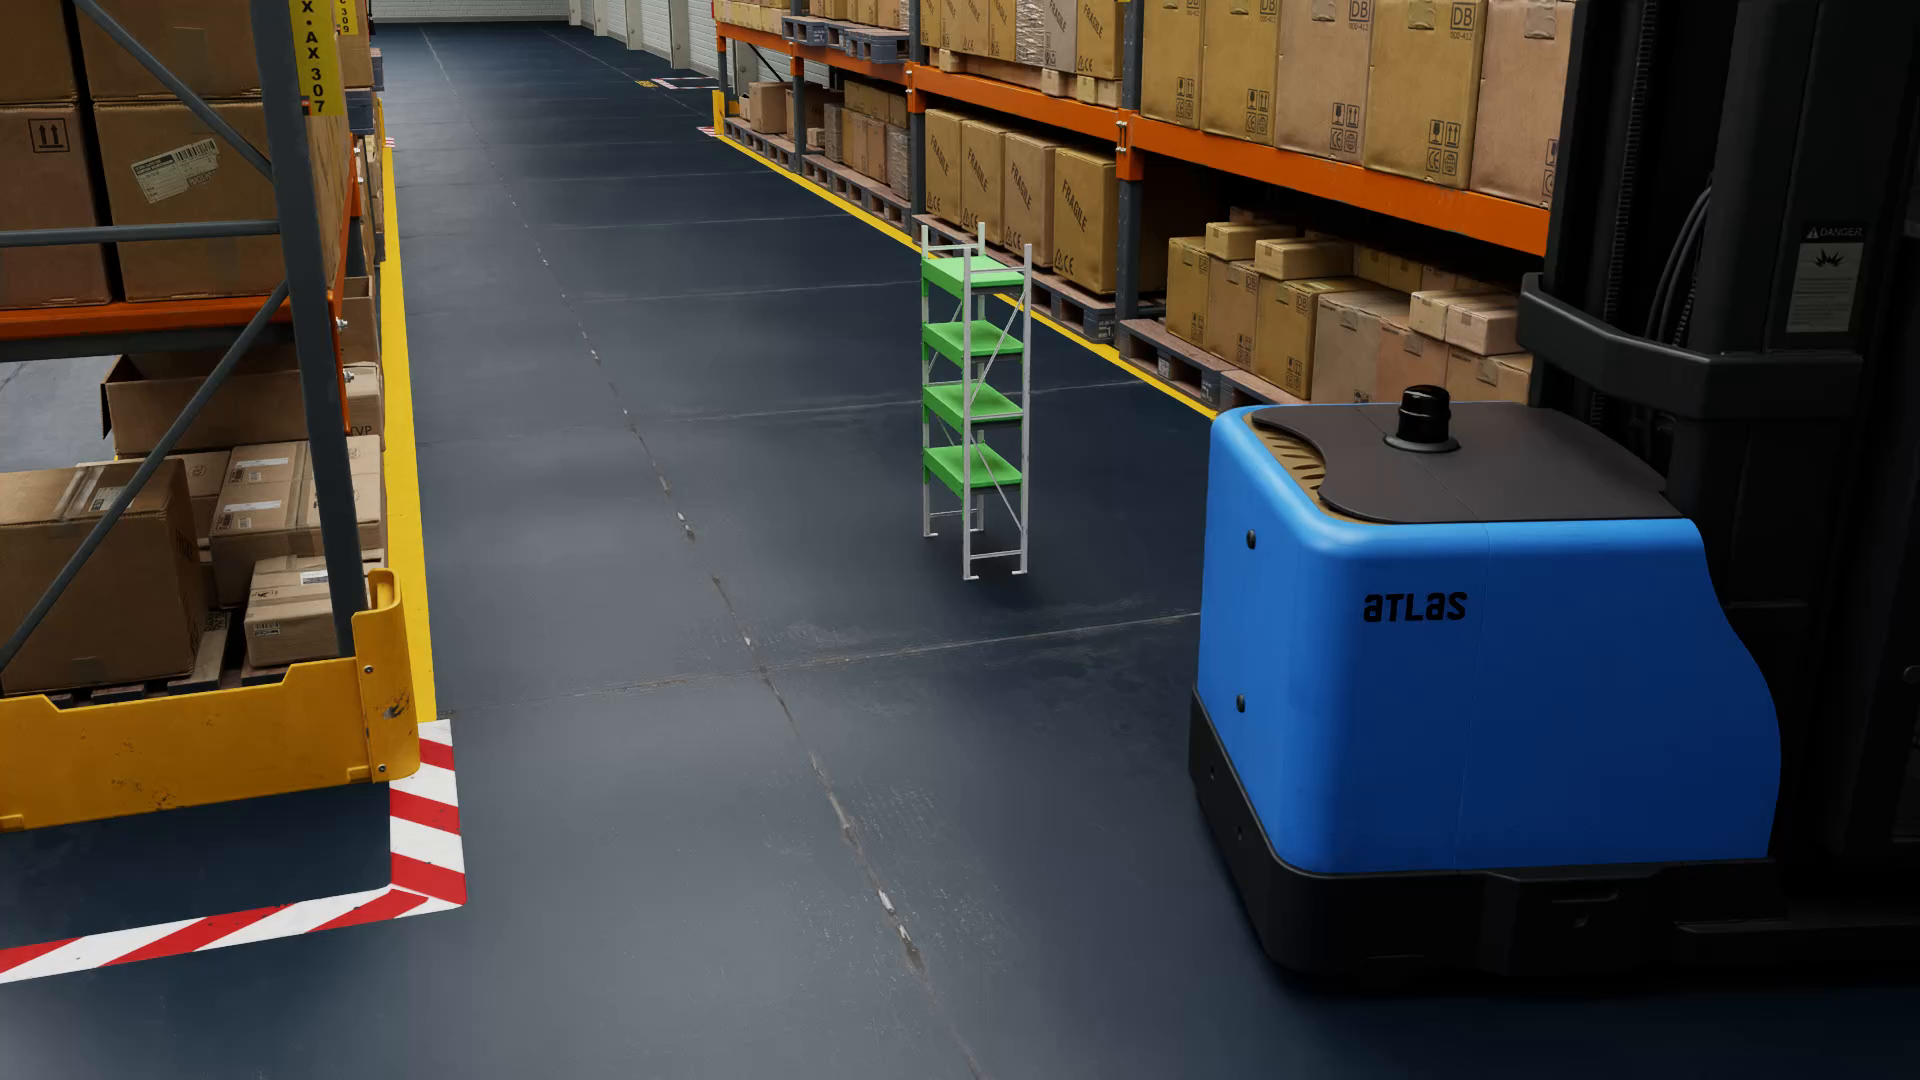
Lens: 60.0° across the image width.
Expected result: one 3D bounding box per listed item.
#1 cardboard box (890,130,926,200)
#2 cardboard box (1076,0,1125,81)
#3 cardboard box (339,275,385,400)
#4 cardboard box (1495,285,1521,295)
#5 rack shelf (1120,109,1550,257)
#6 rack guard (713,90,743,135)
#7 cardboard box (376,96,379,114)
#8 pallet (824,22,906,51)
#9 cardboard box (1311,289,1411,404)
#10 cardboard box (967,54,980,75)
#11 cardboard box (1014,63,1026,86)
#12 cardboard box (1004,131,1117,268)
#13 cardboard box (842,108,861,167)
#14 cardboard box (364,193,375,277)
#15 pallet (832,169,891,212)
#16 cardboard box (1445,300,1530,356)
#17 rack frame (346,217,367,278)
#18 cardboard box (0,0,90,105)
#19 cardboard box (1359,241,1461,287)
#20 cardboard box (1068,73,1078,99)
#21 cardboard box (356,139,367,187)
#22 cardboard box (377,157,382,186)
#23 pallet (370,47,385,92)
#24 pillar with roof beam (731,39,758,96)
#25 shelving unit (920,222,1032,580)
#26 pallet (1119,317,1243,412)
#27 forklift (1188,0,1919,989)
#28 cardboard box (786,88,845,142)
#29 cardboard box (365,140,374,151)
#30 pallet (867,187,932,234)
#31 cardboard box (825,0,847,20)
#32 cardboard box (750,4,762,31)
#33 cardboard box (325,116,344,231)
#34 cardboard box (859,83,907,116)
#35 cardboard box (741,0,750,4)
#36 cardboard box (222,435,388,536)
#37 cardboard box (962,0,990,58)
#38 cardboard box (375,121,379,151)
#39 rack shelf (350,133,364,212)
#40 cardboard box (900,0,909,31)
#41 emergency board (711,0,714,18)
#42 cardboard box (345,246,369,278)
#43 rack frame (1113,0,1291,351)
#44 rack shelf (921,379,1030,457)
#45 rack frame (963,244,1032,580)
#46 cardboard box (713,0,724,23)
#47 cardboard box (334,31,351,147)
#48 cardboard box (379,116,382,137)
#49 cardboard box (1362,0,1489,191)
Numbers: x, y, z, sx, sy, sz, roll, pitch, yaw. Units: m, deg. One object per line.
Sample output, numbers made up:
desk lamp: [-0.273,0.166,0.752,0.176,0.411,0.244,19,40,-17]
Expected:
cardboard box: [-0.165,-3.077,13.594,0.700,0.500,0.500,-6,21,-16]
cardboard box: [0.983,-2.856,9.312,0.500,0.500,0.500,-7,21,-18]
cardboard box: [-2.885,-0.888,7.499,0.500,0.500,0.500,-6,21,-17]
cardboard box: [2.379,-0.938,6.708,0.380,0.149,0.250,-6,21,-17]
rack shelf: [1.996,-1.557,7.379,1.077,0.370,4.000,-6,21,-17]
rack guard: [-2.380,-5.188,20.120,1.175,0.500,0.348,-6,21,-17]
cardboard box: [-6.170,-4.497,16.837,0.500,0.500,0.500,-6,21,-17]
pallet: [-0.551,-4.362,14.407,1.003,0.211,1.213,-6,21,-17]
cardboard box: [1.994,-0.811,7.314,0.700,0.500,0.500,-7,21,-19]
cardboard box: [0.264,-3.339,11.616,0.380,0.149,0.250,-7,21,-18]
cardboard box: [0.562,-3.006,10.690,0.380,0.149,0.250,-6,21,-15]
cardboard box: [0.758,-2.203,10.672,0.750,0.750,0.750,-6,21,-16]
cardboard box: [-0.690,-3.741,15.440,0.700,0.500,0.500,-7,21,-18]
cardboard box: [-3.912,-1.883,10.269,0.500,0.500,0.500,-7,21,-19]
pallet: [-0.514,-3.151,14.876,1.003,0.211,1.213,-6,21,-17]
cardboard box: [2.097,-0.816,6.369,0.380,0.149,0.250,-7,21,-18]
rack frame: [-3.334,-2.010,7.576,1.000,3.000,0.127,-6,21,-17]
cardboard box: [-2.478,-1.358,4.132,0.500,0.500,0.500,-7,21,-18]
cardboard box: [2.060,-1.264,7.614,0.380,0.149,0.250,-7,21,-18]
cardboard box: [0.852,-2.674,9.765,0.380,0.149,0.250,-6,21,-16]
cardboard box: [-4.053,-2.385,10.556,0.500,0.250,0.500,-6,20,-15]
cardboard box: [-5.124,-3.052,13.923,0.500,0.250,0.500,-6,21,-16]
pallet: [-4.311,-2.993,10.597,1.213,0.211,1.003,-6,21,-17]
pillar with roof beam: [-7.336,-10.547,22.469,9.100,9.000,0.400,-6,21,-17]
shelving unit: [0.052,-0.512,6.066,0.258,1.200,0.503,-6,21,-17]
pallet: [1.532,-0.973,8.813,1.003,0.211,1.213,-6,21,-17]
forklift: [2.155,-0.584,3.706,3.031,2.935,1.130,-1,20,-4]
cardboard box: [-1.511,-4.464,17.455,0.500,0.500,0.500,-8,21,-21]
cardboard box: [-4.650,-2.828,12.470,0.500,0.311,0.500,-7,21,-19]
pallet: [-0.134,-2.760,13.788,1.003,0.211,1.213,-6,21,-17]
cardboard box: [-0.850,-5.012,15.134,0.700,0.500,0.500,-4,20,-12]
cardboard box: [-1.905,-5.484,17.440,0.500,0.250,0.500,-7,21,-18]
cardboard box: [-2.288,-1.270,5.368,0.500,0.500,0.500,-6,21,-17]
cardboard box: [-0.591,-3.947,14.904,0.500,0.250,0.500,-7,21,-19]
cardboard box: [-2.064,-6.005,17.780,0.500,0.500,0.500,-6,21,-16]
cardboard box: [-2.293,-0.165,5.855,0.500,0.250,0.500,-6,21,-17]
cardboard box: [0.331,-3.506,11.123,0.500,0.500,0.500,-6,21,-17]
cardboard box: [-5.279,-3.479,14.282,0.500,0.311,0.500,-6,21,-16]
rack shelf: [-3.962,-2.313,9.484,1.077,0.370,4.000,-6,21,-17]
cardboard box: [-0.047,-4.225,12.944,0.700,0.500,0.500,-9,22,-24]
emergency board: [-3.989,-8.978,26.976,0.194,1.169,0.643,-6,21,-17]
cardboard box: [-3.255,-1.222,8.428,0.500,0.500,0.500,-7,21,-20]
rack frame: [1.368,-2.538,9.044,1.000,3.000,0.127,-6,21,-17]
rack shelf: [0.052,-0.451,6.087,0.258,0.148,0.480,-6,21,-17]
rack frame: [0.129,-0.433,5.848,0.240,1.200,0.015,-6,21,-17]
cardboard box: [-2.552,-6.137,19.258,0.500,0.250,0.500,-7,21,-19]
cardboard box: [-2.933,-1.924,7.188,0.500,0.500,0.500,-6,21,-16]
cardboard box: [-6.329,-4.304,17.410,0.500,0.250,0.500,-6,21,-17]
cardboard box: [2.216,-1.790,6.519,0.980,0.700,0.700,-7,21,-18]
